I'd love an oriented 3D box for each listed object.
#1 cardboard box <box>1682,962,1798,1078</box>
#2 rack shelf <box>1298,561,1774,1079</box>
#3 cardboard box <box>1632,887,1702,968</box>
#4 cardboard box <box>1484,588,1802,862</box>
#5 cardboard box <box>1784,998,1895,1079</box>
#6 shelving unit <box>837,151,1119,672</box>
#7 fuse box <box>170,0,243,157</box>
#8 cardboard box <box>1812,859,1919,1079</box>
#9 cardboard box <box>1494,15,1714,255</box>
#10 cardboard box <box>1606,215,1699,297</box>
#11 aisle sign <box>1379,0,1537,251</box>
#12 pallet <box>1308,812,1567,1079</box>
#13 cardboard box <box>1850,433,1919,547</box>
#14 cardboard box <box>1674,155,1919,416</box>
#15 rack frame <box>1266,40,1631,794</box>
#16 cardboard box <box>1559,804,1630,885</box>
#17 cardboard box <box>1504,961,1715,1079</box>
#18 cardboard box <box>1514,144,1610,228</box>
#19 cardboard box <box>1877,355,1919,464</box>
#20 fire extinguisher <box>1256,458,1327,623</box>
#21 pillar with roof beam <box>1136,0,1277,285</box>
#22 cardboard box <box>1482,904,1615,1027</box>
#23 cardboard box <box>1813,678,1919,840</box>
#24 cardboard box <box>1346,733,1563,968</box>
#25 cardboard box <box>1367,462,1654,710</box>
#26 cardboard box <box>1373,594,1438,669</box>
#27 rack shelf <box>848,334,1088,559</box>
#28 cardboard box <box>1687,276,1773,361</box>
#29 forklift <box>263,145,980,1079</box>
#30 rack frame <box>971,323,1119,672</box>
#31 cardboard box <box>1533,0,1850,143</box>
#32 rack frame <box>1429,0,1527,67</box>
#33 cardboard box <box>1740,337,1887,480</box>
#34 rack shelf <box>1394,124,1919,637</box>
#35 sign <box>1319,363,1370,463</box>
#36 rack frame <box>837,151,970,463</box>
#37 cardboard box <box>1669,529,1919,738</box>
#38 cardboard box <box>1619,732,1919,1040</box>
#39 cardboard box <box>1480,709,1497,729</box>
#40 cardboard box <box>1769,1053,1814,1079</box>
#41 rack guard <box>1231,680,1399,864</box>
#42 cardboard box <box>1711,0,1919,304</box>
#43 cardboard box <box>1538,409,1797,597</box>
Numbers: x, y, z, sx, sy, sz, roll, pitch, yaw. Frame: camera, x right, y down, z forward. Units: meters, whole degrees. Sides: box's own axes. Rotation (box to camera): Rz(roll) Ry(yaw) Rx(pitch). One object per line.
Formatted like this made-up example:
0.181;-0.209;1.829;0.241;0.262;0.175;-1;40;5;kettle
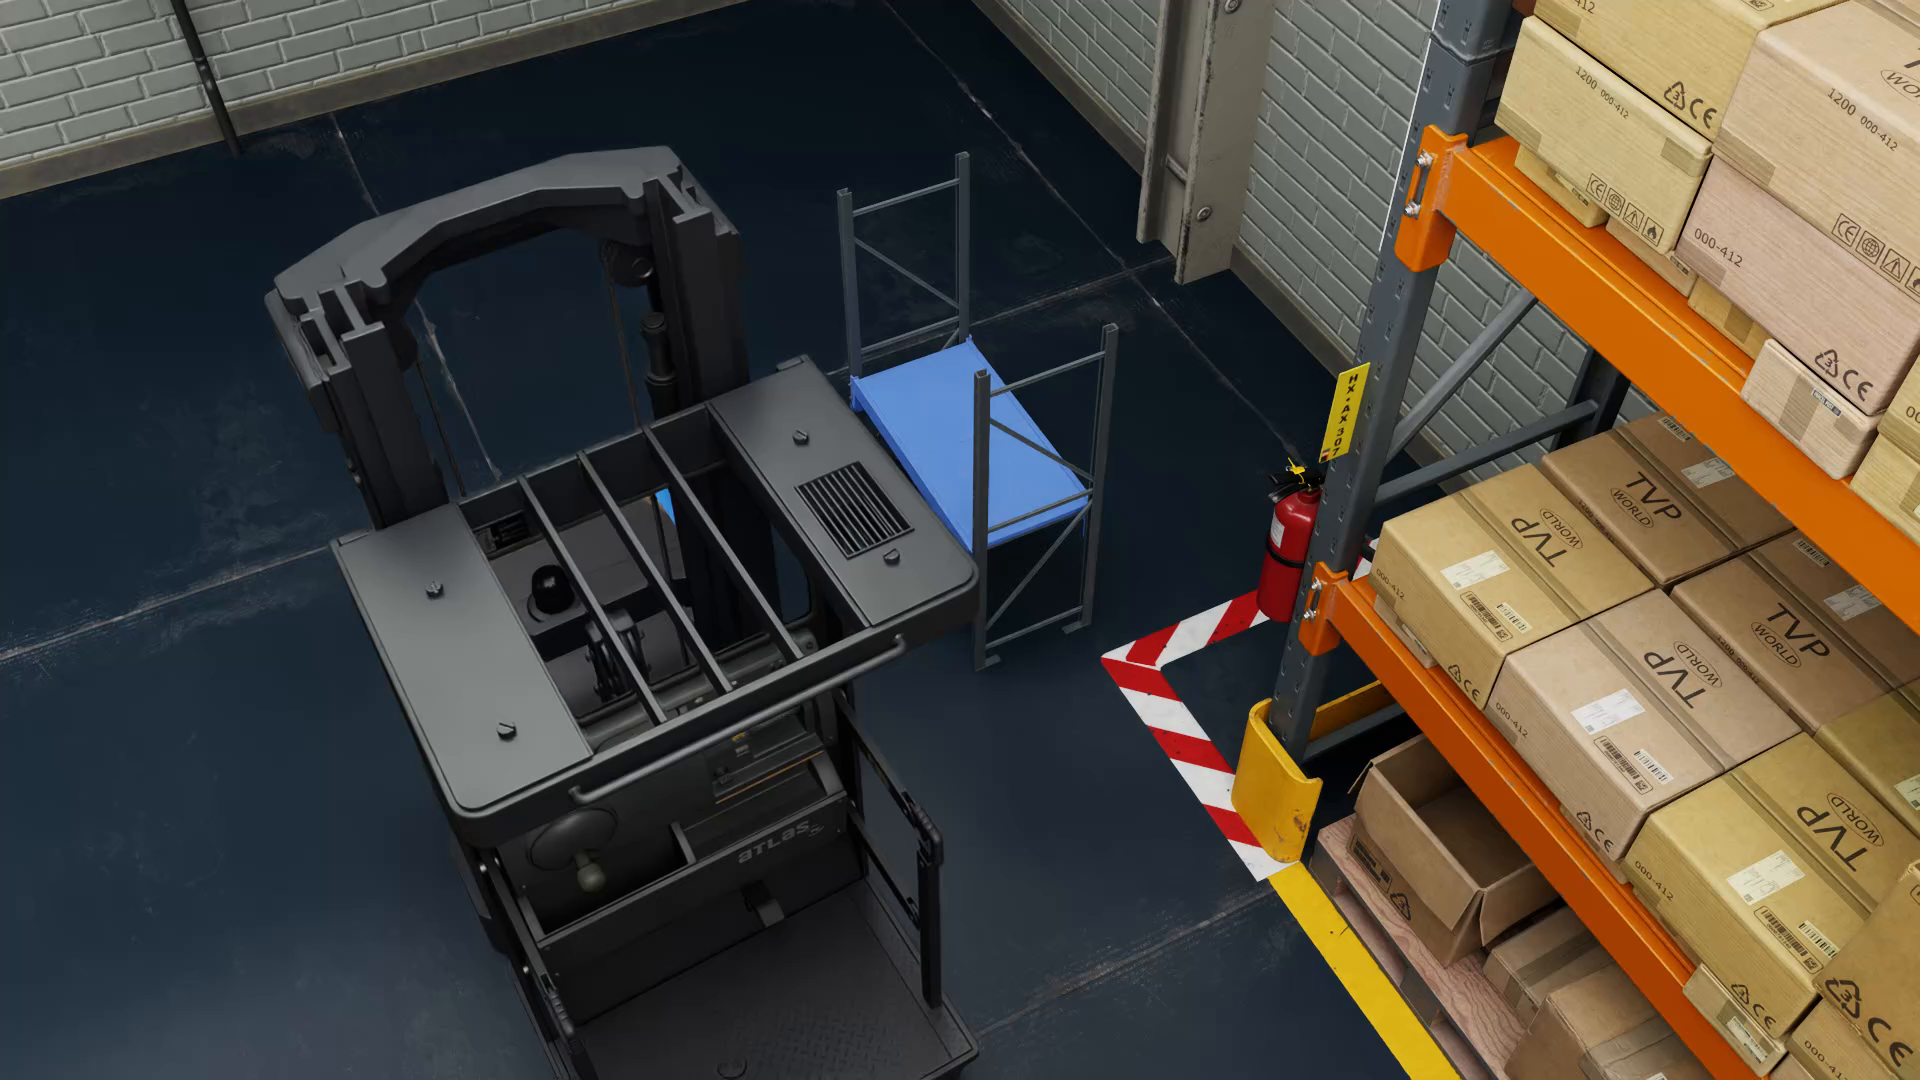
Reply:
1.944;1.043;3.904;0.380;0.149;0.250;-23;53;-19;cardboard box
2.408;1.342;3.954;1.077;0.370;4.000;-21;52;-18;rack shelf
1.895;0.848;4.075;0.380;0.149;0.250;-20;52;-17;cardboard box
1.692;0.452;4.156;0.500;0.250;0.500;-21;52;-17;cardboard box
2.179;1.125;3.568;0.500;0.250;0.500;-22;53;-18;cardboard box
0.039;-0.437;6.028;0.538;1.500;1.048;-21;52;-18;shelving unit
-3.586;-2.488;7.682;0.539;1.711;0.414;-21;52;-18;fuse box
2.147;0.872;3.291;0.500;0.500;0.500;-20;52;-17;cardboard box
1.453;-0.878;3.327;0.500;0.250;0.500;-22;52;-18;cardboard box
1.575;-0.678;3.417;0.380;0.149;0.250;-20;52;-17;cardboard box
1.200;-1.033;3.827;0.394;0.787;0.004;-21;52;-18;aisle sign
1.893;1.269;5.393;1.003;0.211;1.213;-21;52;-18;pallet
1.826;-0.125;2.934;0.380;0.149;0.250;-21;52;-18;cardboard box
1.704;-0.545;3.036;0.500;0.250;0.500;-20;52;-17;cardboard box
1.493;-0.233;4.854;1.000;3.000;0.127;-21;52;-18;rack frame
1.769;0.673;4.228;0.380;0.149;0.250;-20;52;-16;cardboard box
2.045;1.479;4.738;0.700;0.500;0.500;-19;52;-16;cardboard box
1.432;-0.844;3.563;0.380;0.149;0.250;-20;52;-17;cardboard box
1.927;-0.198;2.732;0.500;0.250;0.500;-23;53;-19;cardboard box
1.014;-0.024;4.970;0.296;0.674;0.183;-21;52;-18;fire extinguisher
-2.768;-2.840;3.148;9.100;9.000;0.400;-21;52;-18;pillar with roof beam
1.848;1.307;5.122;0.380;0.149;0.250;-23;53;-19;cardboard box
2.396;0.613;4.015;0.500;0.250;0.500;-20;52;-16;cardboard box
1.688;0.893;5.249;0.797;0.503;0.637;-23;53;-19;cardboard box
1.461;0.115;4.451;0.500;0.250;0.500;-21;52;-17;cardboard box
1.399;0.164;4.673;0.380;0.149;0.250;-22;52;-18;cardboard box
0.039;-0.318;6.164;0.538;0.185;1.000;-21;52;-18;rack shelf
1.677;-0.500;3.262;0.380;0.149;0.250;-21;52;-17;cardboard box
-0.645;0.667;4.112;1.130;2.935;3.031;-24;53;-20;forklift
0.272;-0.096;5.731;0.500;1.500;0.032;-21;52;-18;rack frame
1.472;-1.050;3.146;0.500;0.250;0.500;-22;52;-18;cardboard box
1.493;-2.208;2.596;1.000;3.000;0.127;-21;52;-18;rack frame
1.700;-0.298;3.085;0.380;0.149;0.250;-20;52;-17;cardboard box
2.408;0.355;2.825;1.077;0.370;4.000;-21;52;-18;rack shelf
1.010;-0.331;4.364;0.100;0.325;0.005;-21;52;-18;sign
-0.194;-0.777;6.326;0.500;1.500;0.032;-21;52;-18;rack frame
2.174;0.280;4.307;0.500;0.250;0.500;-21;52;-17;cardboard box
1.926;0.790;3.861;0.500;0.250;0.500;-22;52;-18;cardboard box
1.557;0.318;4.538;0.380;0.149;0.250;-20;52;-17;cardboard box
2.083;1.213;3.756;0.380;0.149;0.250;-20;52;-17;cardboard box
1.527;0.641;5.750;1.175;0.500;0.348;-21;52;-18;rack guard
1.688;-0.703;2.842;0.500;0.250;0.500;-22;52;-18;cardboard box
1.939;-0.065;4.609;0.500;0.250;0.500;-20;52;-16;cardboard box
